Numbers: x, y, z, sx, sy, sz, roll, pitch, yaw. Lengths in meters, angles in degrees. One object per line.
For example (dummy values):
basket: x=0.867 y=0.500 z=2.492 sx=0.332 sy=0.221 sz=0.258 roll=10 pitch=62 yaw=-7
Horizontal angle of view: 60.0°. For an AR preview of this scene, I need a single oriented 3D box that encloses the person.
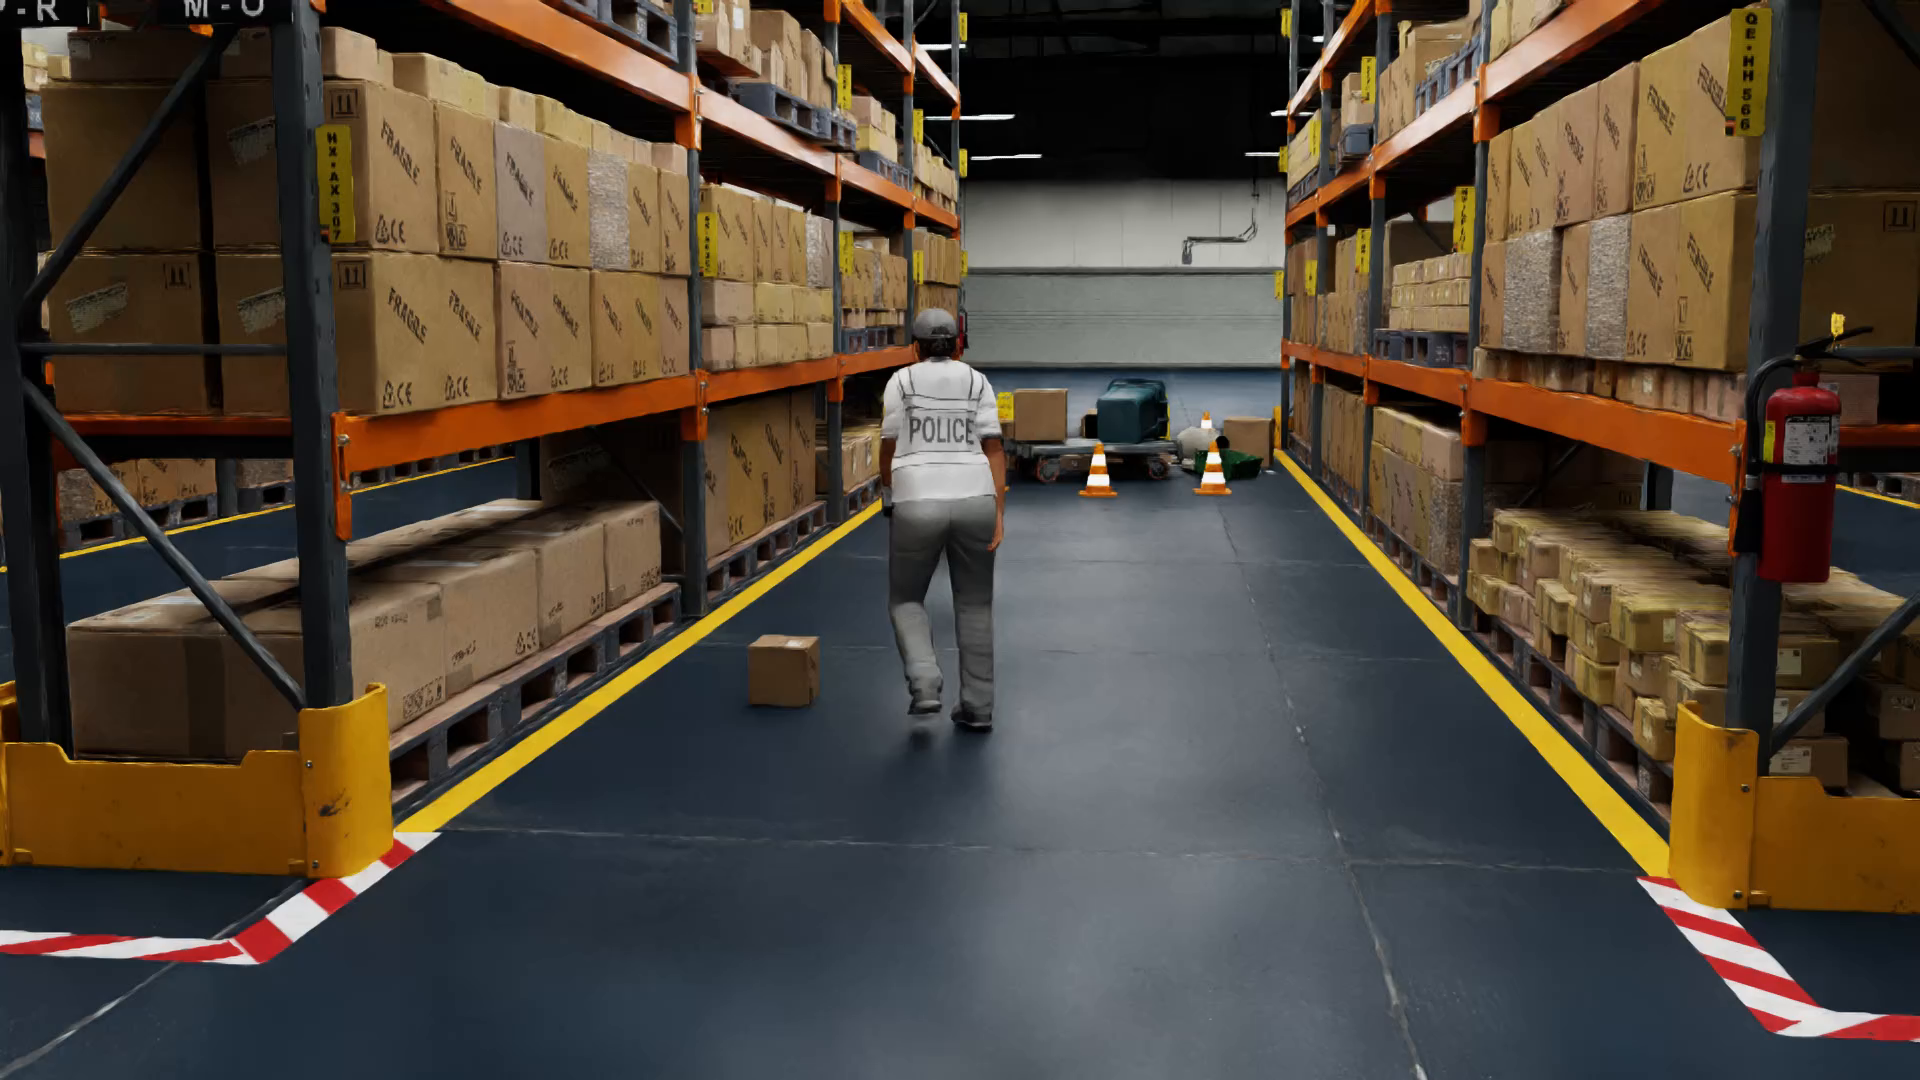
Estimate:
person: x=-0.070 y=-0.080 z=6.482 sx=0.485 sy=1.641 sz=0.682 roll=-2 pitch=8 yaw=-13
